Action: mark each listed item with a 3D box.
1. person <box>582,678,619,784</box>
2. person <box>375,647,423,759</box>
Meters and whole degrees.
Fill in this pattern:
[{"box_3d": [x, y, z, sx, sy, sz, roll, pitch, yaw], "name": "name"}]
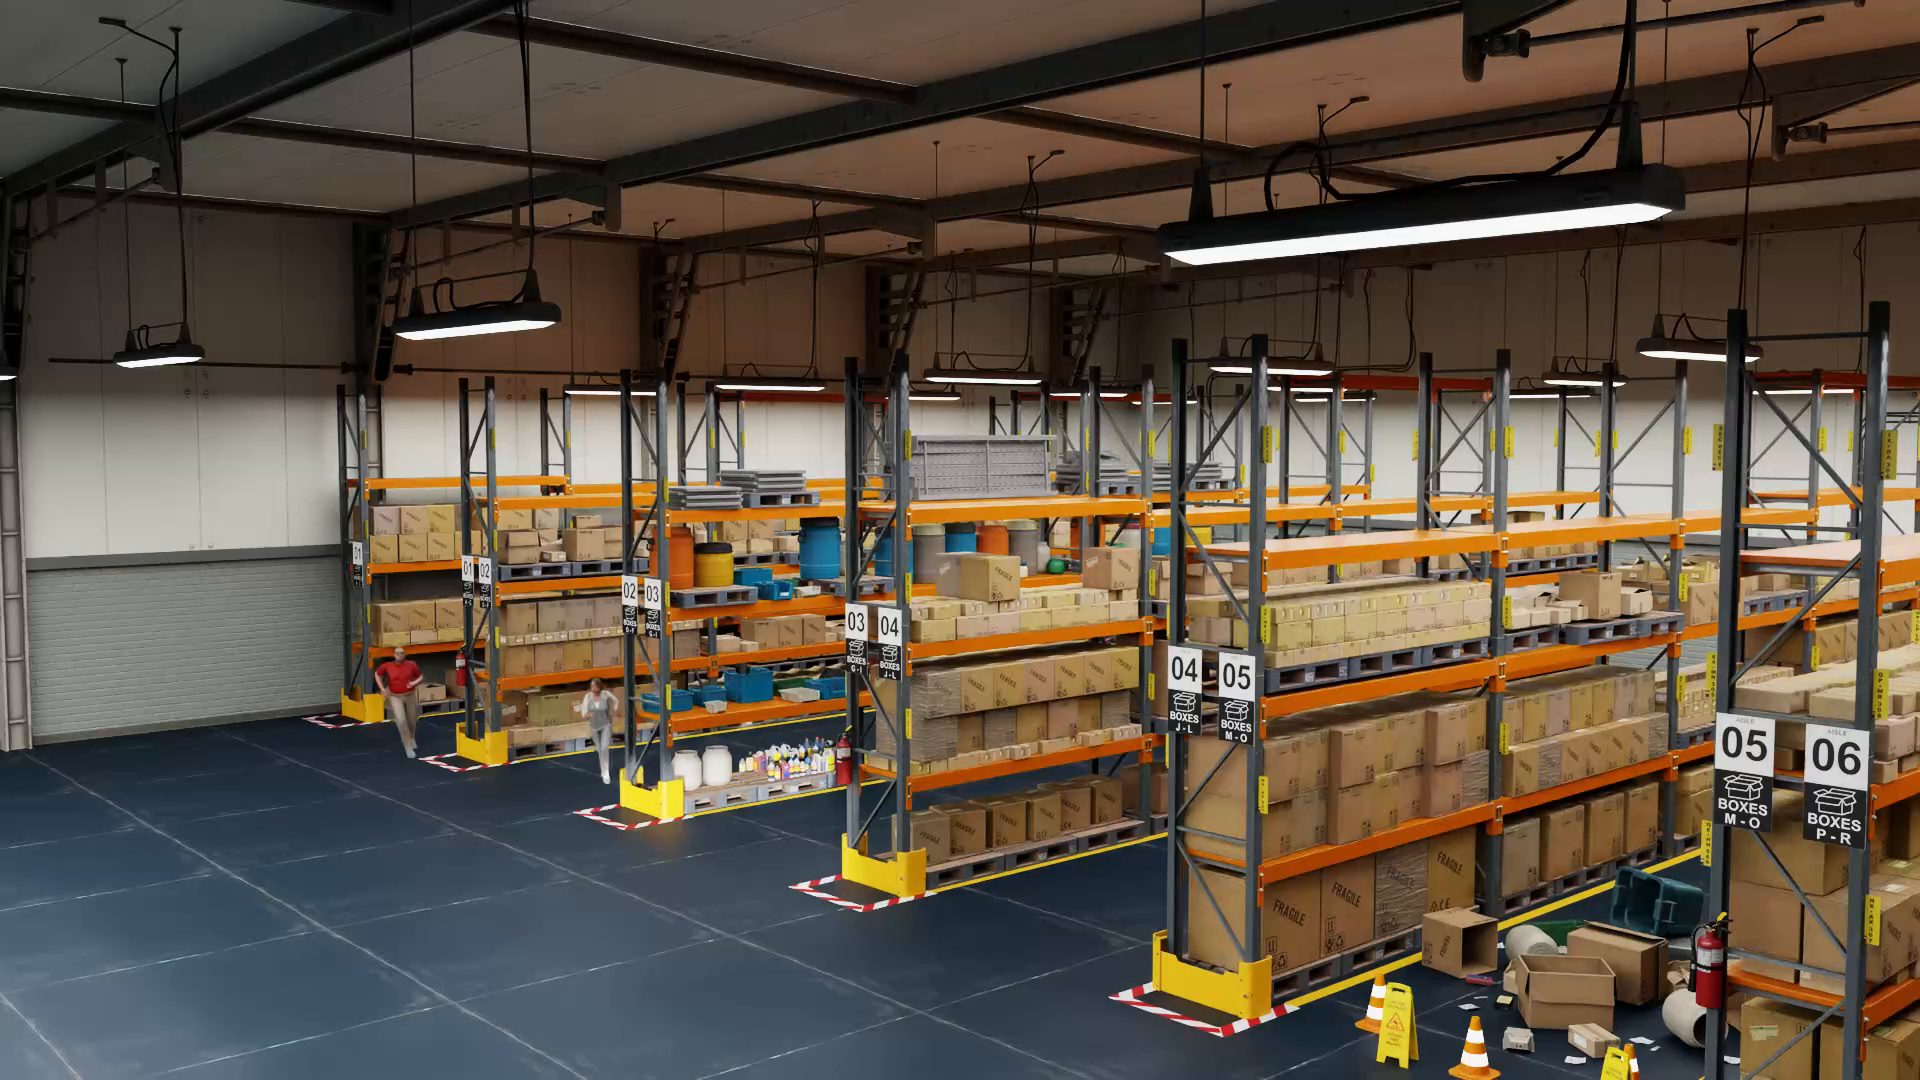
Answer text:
[{"box_3d": [-5.288, 2.772, 24.470, 0.470, 1.543, 0.893, 0, 4, 4], "name": "person"}, {"box_3d": [-8.920, 2.565, 26.519, 0.719, 1.743, 0.895, -2, 4, -27], "name": "person"}]
